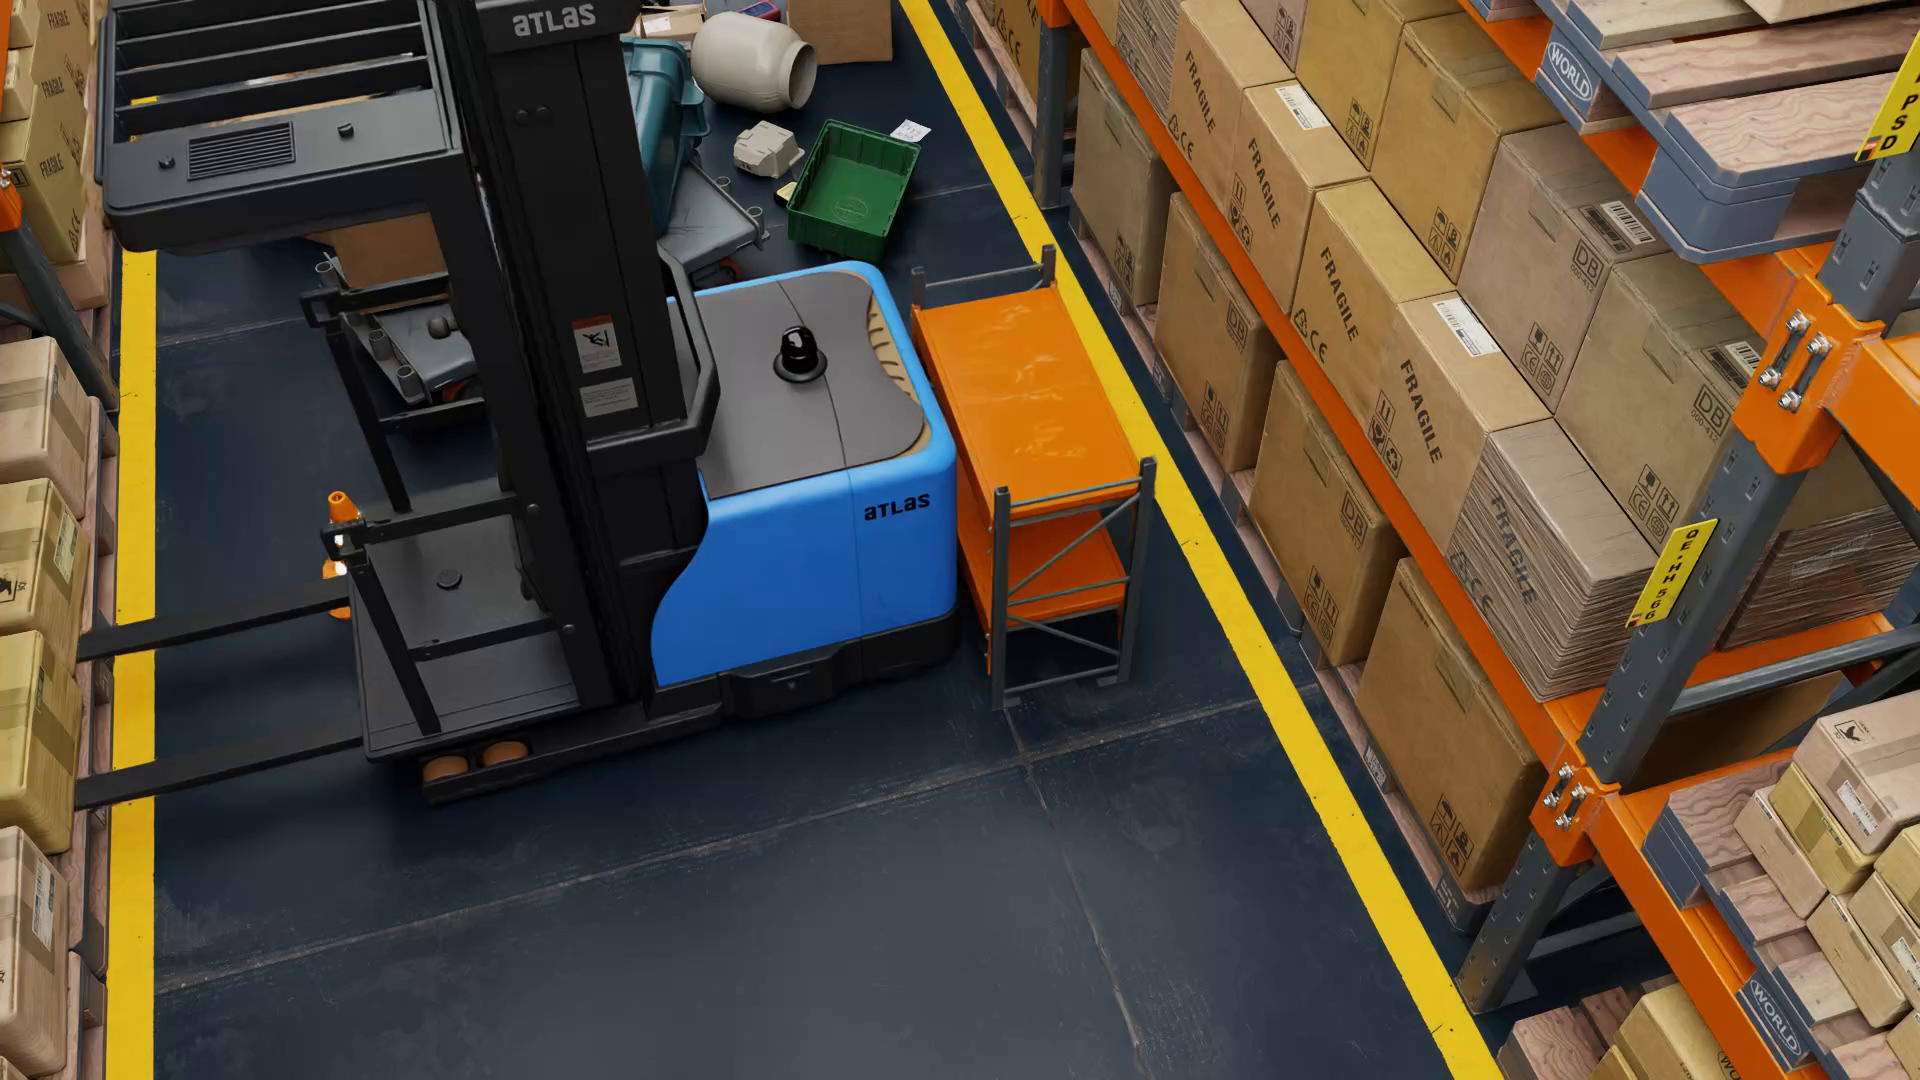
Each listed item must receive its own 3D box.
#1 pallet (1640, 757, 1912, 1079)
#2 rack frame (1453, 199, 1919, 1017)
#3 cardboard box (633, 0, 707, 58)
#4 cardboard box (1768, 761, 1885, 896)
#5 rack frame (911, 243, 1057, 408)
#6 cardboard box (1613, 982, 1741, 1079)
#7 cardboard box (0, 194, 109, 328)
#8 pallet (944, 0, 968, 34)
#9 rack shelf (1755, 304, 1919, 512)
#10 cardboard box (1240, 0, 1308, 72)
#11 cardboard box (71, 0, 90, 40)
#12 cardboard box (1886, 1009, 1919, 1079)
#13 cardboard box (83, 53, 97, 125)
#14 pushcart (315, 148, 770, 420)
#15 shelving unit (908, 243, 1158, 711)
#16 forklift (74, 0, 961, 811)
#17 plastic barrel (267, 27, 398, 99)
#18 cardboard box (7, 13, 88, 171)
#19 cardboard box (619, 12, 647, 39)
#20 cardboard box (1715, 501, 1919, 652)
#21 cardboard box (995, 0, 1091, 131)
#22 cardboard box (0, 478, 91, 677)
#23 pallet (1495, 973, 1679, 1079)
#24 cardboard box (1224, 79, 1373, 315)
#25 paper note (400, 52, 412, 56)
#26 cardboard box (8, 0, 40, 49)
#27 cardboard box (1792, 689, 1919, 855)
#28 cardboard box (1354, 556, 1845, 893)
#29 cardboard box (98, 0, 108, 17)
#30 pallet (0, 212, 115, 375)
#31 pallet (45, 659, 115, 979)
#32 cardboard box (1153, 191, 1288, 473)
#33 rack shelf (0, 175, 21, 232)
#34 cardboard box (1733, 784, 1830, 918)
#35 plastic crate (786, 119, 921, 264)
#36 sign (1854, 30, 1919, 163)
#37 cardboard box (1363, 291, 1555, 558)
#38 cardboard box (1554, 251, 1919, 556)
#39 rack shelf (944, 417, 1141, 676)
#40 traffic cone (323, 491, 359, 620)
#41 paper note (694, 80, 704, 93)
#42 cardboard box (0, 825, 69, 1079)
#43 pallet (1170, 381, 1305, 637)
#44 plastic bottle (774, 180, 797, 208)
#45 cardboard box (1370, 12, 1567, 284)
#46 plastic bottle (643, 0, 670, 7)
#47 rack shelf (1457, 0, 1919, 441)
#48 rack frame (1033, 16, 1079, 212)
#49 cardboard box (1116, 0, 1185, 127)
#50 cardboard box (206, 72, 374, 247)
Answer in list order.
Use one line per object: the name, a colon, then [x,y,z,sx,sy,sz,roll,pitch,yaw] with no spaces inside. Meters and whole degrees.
pallet: [2.323,0.877,3.674,1.213,0.211,1.003,-13,51,-11]
rack frame: [2.011,0.319,4.019,1.000,3.000,0.127,-13,51,-11]
cardboard box: [-1.440,-2.560,8.235,0.396,0.266,0.258,-6,50,-5]
cardboard box: [1.962,0.567,3.505,0.380,0.149,0.250,-11,51,-9]
rack frame: [0.080,-0.581,6.004,0.500,1.125,0.032,-12,51,-10]
cardboard box: [1.983,1.306,4.057,0.500,0.250,0.500,-15,52,-13]
cardboard box: [-3.788,-1.150,6.782,0.500,0.250,0.500,-15,52,-13]
pallet: [0.313,-3.169,8.784,1.003,0.211,1.213,-13,51,-11]
rack shelf: [2.602,1.045,1.916,1.077,0.370,4.000,-13,51,-11]
cardboard box: [1.283,-1.851,5.129,0.700,0.500,0.500,-13,51,-11]
cardboard box: [-4.268,-2.545,7.467,0.500,0.500,0.500,-14,51,-12]
cardboard box: [2.109,1.030,3.309,0.380,0.149,0.250,-11,51,-9]
cardboard box: [-4.116,-1.925,7.434,0.500,0.250,0.500,-14,51,-11]
pushcart: [-1.708,-1.116,6.944,1.648,0.377,0.936,-30,56,-23]
shelving unit: [0.214,-0.206,5.688,0.538,1.125,1.048,-12,51,-10]
forklift: [-1.571,-0.532,4.782,3.031,2.935,1.130,-14,51,-11]
plastic barrel: [-2.997,-2.334,7.941,0.512,0.421,0.421,18,52,14]
cardboard box: [-3.957,-1.780,6.822,0.500,0.500,0.500,-11,51,-10]
cardboard box: [-1.832,-2.178,7.668,0.797,0.637,0.503,-13,51,-11]
cardboard box: [2.136,-0.102,4.309,0.500,0.500,0.500,-13,51,-11]
cardboard box: [0.708,-2.528,7.534,0.875,0.875,0.875,-13,51,-10]
cardboard box: [-3.498,0.209,5.556,0.950,0.372,0.625,-10,51,-9]
pallet: [2.240,1.789,4.604,1.003,0.211,1.213,-13,51,-11]
cardboard box: [1.171,-1.084,5.137,0.500,0.500,0.500,-13,51,-10]
paper note: [-2.765,-2.475,8.324,0.148,0.019,0.142,2,50,2]
cardboard box: [-3.921,-2.081,6.651,0.380,0.149,0.250,-12,51,-10]
cardboard box: [1.963,0.458,3.403,0.380,0.149,0.250,-13,51,-11]
cardboard box: [1.916,0.444,5.111,1.050,0.750,0.750,-14,51,-11]
cardboard box: [-4.412,-2.670,8.063,0.500,0.250,0.500,-13,51,-11]
pallet: [-4.104,-0.993,6.949,1.003,0.211,1.213,-13,51,-11]
pallet: [-3.275,0.950,5.311,1.003,0.211,1.213,-13,51,-11]
cardboard box: [1.379,-0.874,6.222,1.050,0.750,0.750,-13,51,-11]
rack shelf: [-3.280,0.283,4.520,1.077,0.370,4.000,-13,51,-11]
cardboard box: [1.950,0.637,3.641,0.380,0.149,0.250,-14,51,-11]
plastic crate: [-0.475,-1.545,7.392,0.450,0.188,0.662,16,51,0]
sign: [1.478,-0.720,2.544,0.100,0.325,0.005,-13,51,-11]
cardboard box: [1.475,-0.346,4.514,0.500,0.500,0.500,-13,51,-11]
cardboard box: [1.887,-0.366,3.877,0.700,0.500,0.500,-14,51,-11]
rack shelf: [0.214,-0.048,5.875,0.538,0.278,1.000,-12,51,-10]
traffic cone: [-2.167,-0.003,5.949,0.336,0.463,0.334,-13,51,-11]
paper note: [-1.322,-2.221,8.107,0.172,0.023,0.155,2,50,2]
cardboard box: [-3.072,1.272,4.660,0.950,0.372,0.625,-14,51,-12]
pallet: [1.492,-0.264,6.335,1.003,0.211,1.213,-13,51,-11]
plastic bottle: [-0.696,-1.516,7.488,0.283,0.061,0.133,35,58,26]
cardboard box: [1.583,-1.109,4.503,0.700,0.500,0.500,-14,51,-12]
plastic bottle: [-1.591,-2.816,8.584,0.133,0.061,0.283,-30,56,-23]
rack shelf: [1.419,-1.877,4.379,1.077,0.370,4.000,-13,51,-11]
rack frame: [0.828,-2.602,6.482,1.000,3.000,0.127,-13,51,-11]
cardboard box: [0.876,-1.821,5.758,0.500,0.500,0.500,-13,51,-11]
cardboard box: [-2.888,-1.695,7.350,0.500,0.500,0.500,18,52,14]
